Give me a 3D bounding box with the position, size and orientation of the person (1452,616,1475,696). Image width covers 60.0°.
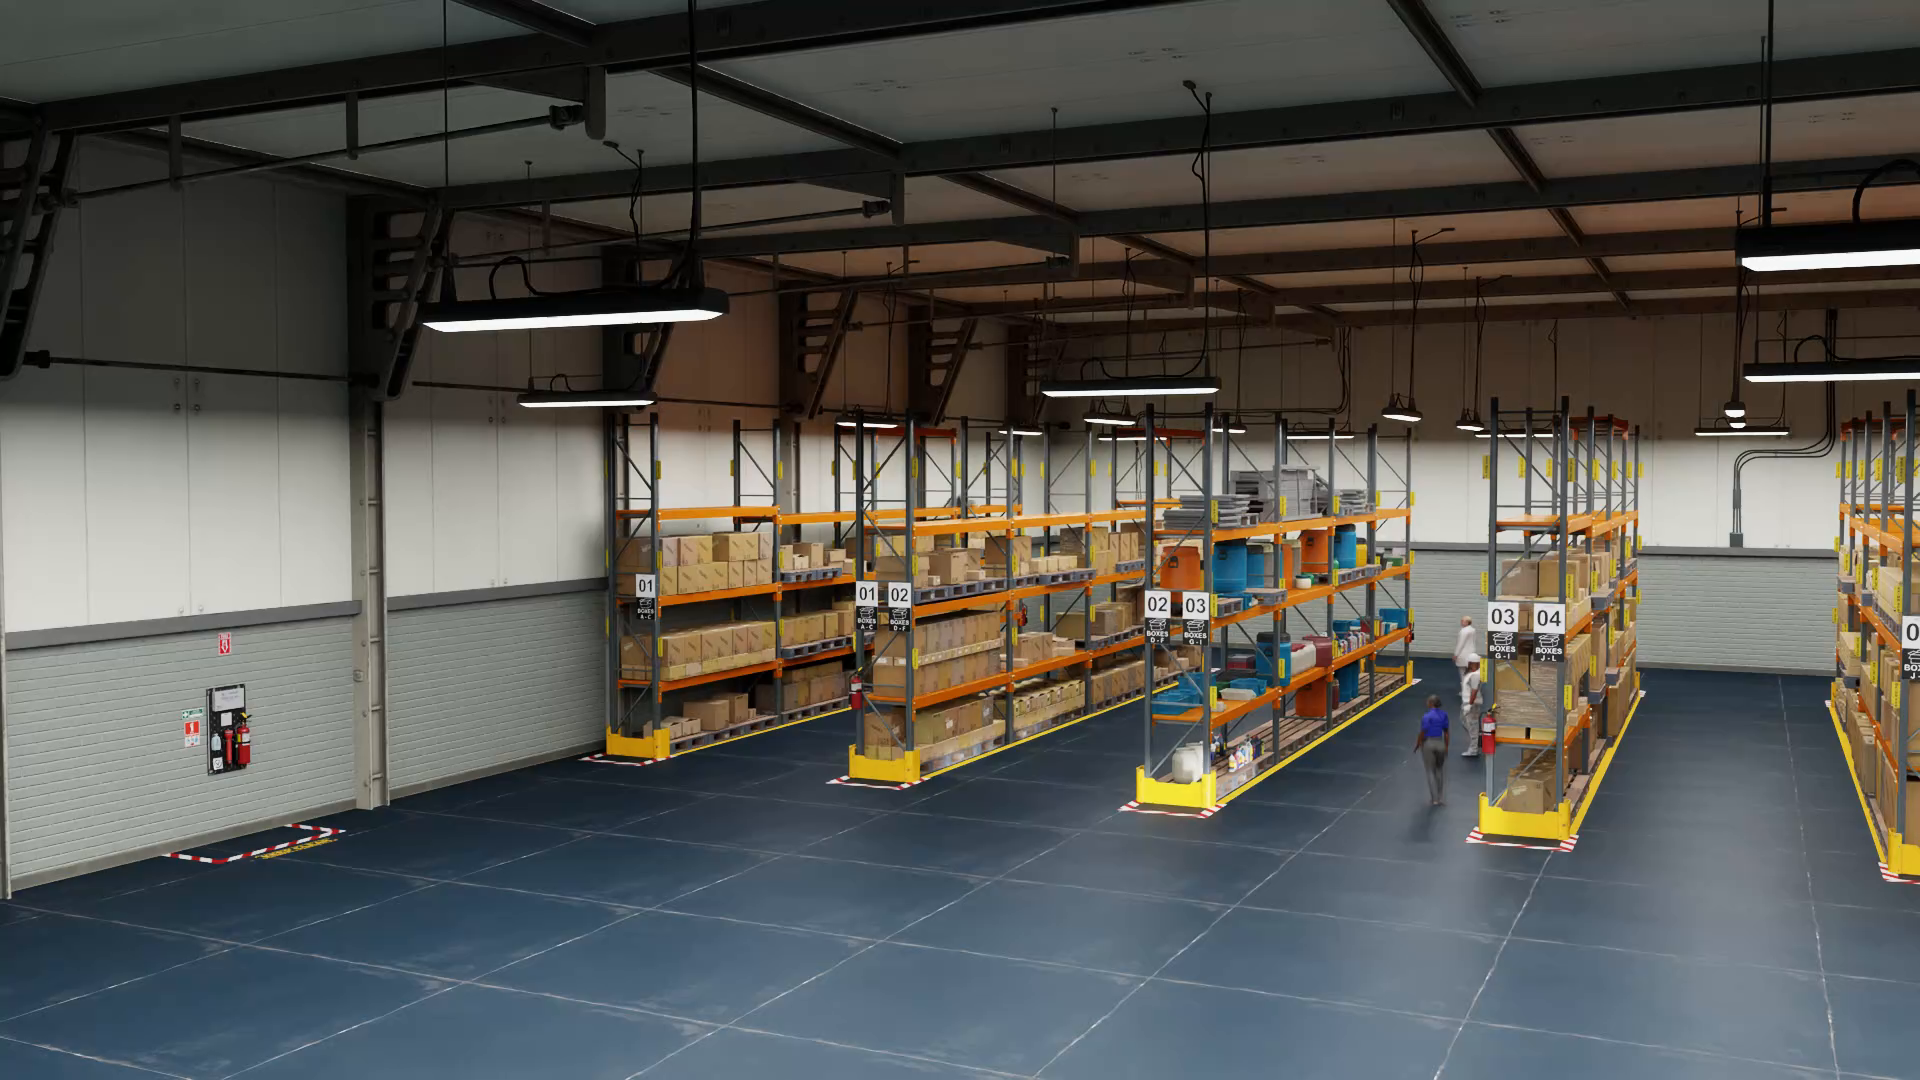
[{"bbox_3d":[11.121,2.577,36.681,0.598,1.820,0.490,-1,3,-21],"label":"person"}]

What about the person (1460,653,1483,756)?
[{"bbox_3d":[8.994,2.876,29.207,0.439,1.788,0.654,0,2,6],"label":"person"}]

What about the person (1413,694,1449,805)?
[{"bbox_3d":[7.069,3.160,24.896,0.499,1.706,0.596,0,2,-9],"label":"person"}]
